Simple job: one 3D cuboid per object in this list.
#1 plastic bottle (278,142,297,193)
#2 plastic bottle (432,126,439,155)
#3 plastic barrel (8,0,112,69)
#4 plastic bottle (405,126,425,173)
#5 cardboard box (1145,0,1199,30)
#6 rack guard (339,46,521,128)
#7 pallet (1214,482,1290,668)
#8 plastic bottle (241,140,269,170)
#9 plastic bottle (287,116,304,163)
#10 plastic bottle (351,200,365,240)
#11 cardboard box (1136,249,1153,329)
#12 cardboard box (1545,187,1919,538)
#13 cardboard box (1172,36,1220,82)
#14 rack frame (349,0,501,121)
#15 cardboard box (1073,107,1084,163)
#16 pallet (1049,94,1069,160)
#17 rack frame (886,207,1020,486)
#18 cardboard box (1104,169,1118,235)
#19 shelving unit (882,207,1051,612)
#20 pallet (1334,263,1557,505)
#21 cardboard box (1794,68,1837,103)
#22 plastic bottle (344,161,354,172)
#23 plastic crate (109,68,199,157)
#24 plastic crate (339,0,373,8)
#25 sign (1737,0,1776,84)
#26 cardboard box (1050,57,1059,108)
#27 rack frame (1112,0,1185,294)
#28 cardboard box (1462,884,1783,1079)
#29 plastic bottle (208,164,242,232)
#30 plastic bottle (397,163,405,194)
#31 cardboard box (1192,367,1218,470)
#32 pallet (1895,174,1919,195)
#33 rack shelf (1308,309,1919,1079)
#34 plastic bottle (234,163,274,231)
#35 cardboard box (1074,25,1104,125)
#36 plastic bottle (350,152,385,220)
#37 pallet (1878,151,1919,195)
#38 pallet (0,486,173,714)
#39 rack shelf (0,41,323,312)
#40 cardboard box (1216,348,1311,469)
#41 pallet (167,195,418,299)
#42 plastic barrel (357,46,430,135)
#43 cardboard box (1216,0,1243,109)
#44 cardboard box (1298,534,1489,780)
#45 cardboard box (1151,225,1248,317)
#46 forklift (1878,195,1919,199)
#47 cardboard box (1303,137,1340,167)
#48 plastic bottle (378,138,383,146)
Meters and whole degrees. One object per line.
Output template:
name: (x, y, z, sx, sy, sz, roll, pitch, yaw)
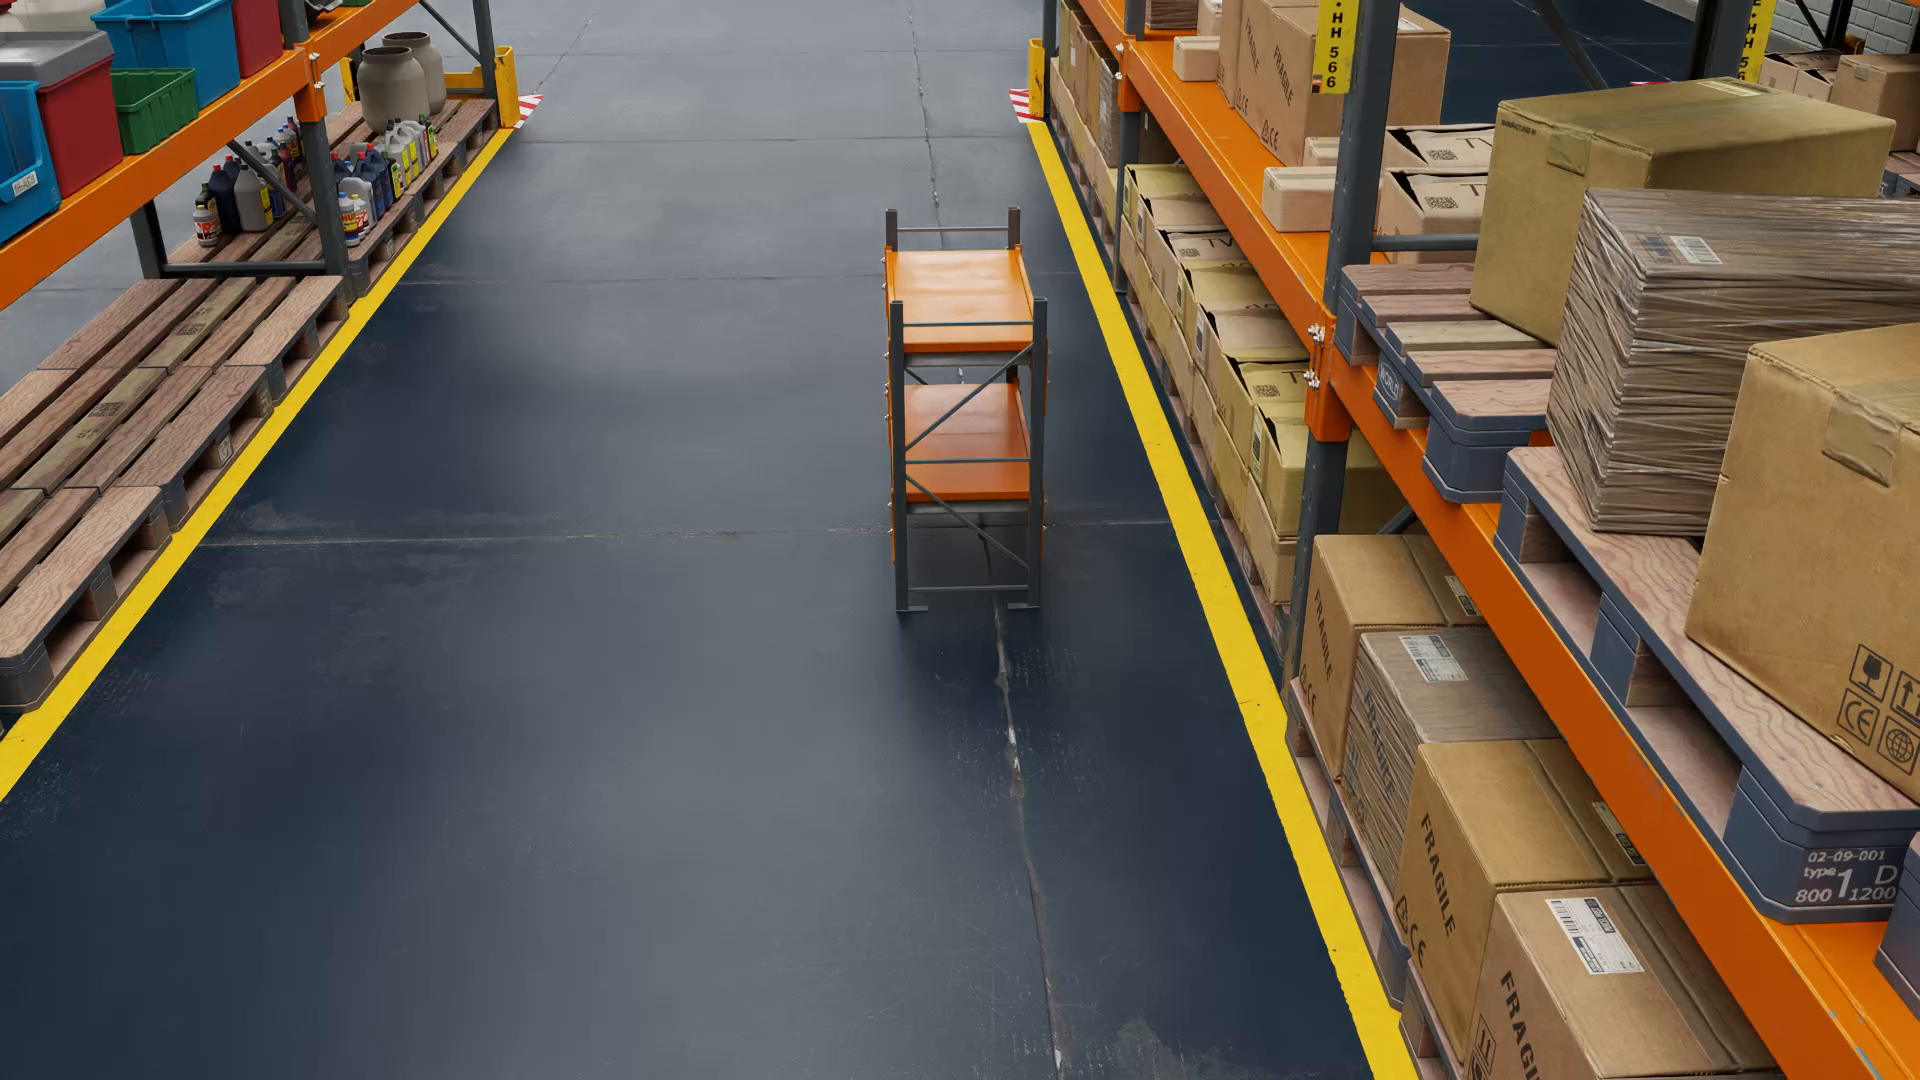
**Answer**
plastic bottle: (-3.882, -2.138, 9.567, 0.061, 0.283, 0.133, -1, 28, -3)
plastic bottle: (-3.311, -2.505, 10.360, 0.097, 0.201, 0.097, 0, 28, 0)
plastic barrel: (-3.805, -2.154, 6.990, 0.433, 0.535, 0.433, 0, 28, 0)
plastic bottle: (-3.318, -2.357, 9.995, 0.152, 0.276, 0.135, -2, 28, -4)
cardboard box: (1.282, -2.908, 8.474, 0.700, 0.500, 0.500, -2, 28, -4)
rack guard: (-3.793, -3.246, 11.933, 1.175, 0.500, 0.348, -1, 28, -3)
pallet: (1.516, 0.044, 5.938, 1.003, 0.211, 1.213, -1, 28, -3)
plastic bottle: (-3.984, -2.090, 9.402, 0.144, 0.351, 0.185, -2, 28, -3)
plastic bottle: (-4.067, -2.429, 10.126, 0.061, 0.283, 0.133, -1, 28, -2)
plastic bottle: (-3.220, -1.700, 8.816, 0.097, 0.201, 0.097, 0, 28, 0)
cardboard box: (1.110, -1.198, 7.822, 0.500, 0.250, 0.500, -1, 28, -1)
cardboard box: (1.523, -0.327, 3.071, 0.700, 0.500, 0.500, 4, 28, 7)
cardboard box: (1.153, -2.133, 7.368, 0.380, 0.149, 0.250, -1, 28, -3)
rack frame: (-3.844, -4.388, 11.420, 1.000, 3.000, 0.127, -1, 28, -3)
cardboard box: (0.985, -2.527, 10.372, 0.500, 0.250, 0.500, -1, 28, -3)
pallet: (1.184, -2.918, 11.616, 1.003, 0.211, 1.213, -1, 28, -3)
rack frame: (-0.026, -0.730, 6.434, 0.500, 1.125, 0.032, -1, 28, -3)
cardboard box: (1.069, -1.835, 9.044, 0.500, 0.250, 0.500, -1, 28, -3)
shelving unit: (0.000, -0.496, 5.984, 0.538, 1.125, 1.048, -1, 28, -3)
pallet: (1.626, -0.415, 4.010, 1.213, 0.211, 1.003, -1, 28, -3)
cardboard box: (6.025, -3.045, 11.277, 0.500, 0.311, 0.500, 1, 28, 2)
plastic bottle: (-3.391, -1.973, 9.264, 0.097, 0.271, 0.097, 0, 28, 0)
plastic crate: (-3.263, -1.650, 6.398, 0.450, 0.188, 0.662, -1, 28, -3)
plastic crate: (-3.425, -3.081, 9.142, 0.450, 0.188, 0.662, -1, 28, -3)
sign: (2.062, -1.307, 4.347, 0.100, 0.325, 0.005, -1, 28, -3)
cardboard box: (0.908, -3.220, 11.700, 0.500, 0.250, 0.500, -1, 28, -3)
rack frame: (1.311, -2.659, 8.104, 1.000, 3.000, 0.127, -1, 28, -3)
cardboard box: (1.345, 1.033, 3.253, 0.500, 0.500, 0.500, -2, 28, -4)
plastic bottle: (-3.957, -1.852, 8.946, 0.144, 0.351, 0.185, -2, 28, -4)
plastic bottle: (-3.265, -2.097, 9.577, 0.097, 0.201, 0.097, 0, 28, 0)
cardboard box: (1.195, -0.486, 6.458, 0.500, 0.250, 0.500, -1, 28, -1)
pallet: (6.188, -1.853, 9.575, 1.003, 0.211, 1.213, -1, 28, -3)
rack shelf: (1.625, 0.431, 2.958, 1.077, 0.370, 4.000, -1, 28, -3)
plastic bottle: (-3.813, -1.856, 8.953, 0.144, 0.351, 0.185, -1, 28, -3)
cardboard box: (0.984, -2.860, 10.198, 0.500, 0.500, 0.500, -1, 28, -3)
plastic bottle: (-3.263, -1.944, 9.123, 0.144, 0.351, 0.185, -1, 28, -1)
pallet: (6.121, -2.418, 10.658, 1.003, 0.211, 1.213, -1, 28, -3)
pallet: (-3.428, 0.184, 5.669, 1.003, 0.211, 1.213, -1, 28, -3)
rack shelf: (-3.531, -1.298, 6.274, 1.077, 0.370, 4.000, -1, 28, -3)
cardboard box: (1.213, -0.503, 5.884, 0.500, 0.311, 0.500, -2, 28, -3)
pallet: (-3.629, -1.616, 9.120, 1.003, 0.211, 1.213, -1, 28, -3)
plastic barrel: (-3.708, -2.938, 10.875, 0.421, 0.512, 0.421, 0, 28, 0)
cardboard box: (1.363, -2.105, 6.934, 0.500, 0.500, 0.500, 1, 28, 1)
cardboard box: (1.259, 0.319, 4.623, 0.500, 0.500, 0.500, 0, 28, 0)
cardboard box: (1.133, -1.208, 7.234, 0.500, 0.311, 0.500, -2, 28, -4)
forklift: (4.035, -1.036, 5.068, 1.130, 2.935, 3.031, -5, 28, -9)
cardboard box: (1.397, -1.288, 5.747, 0.380, 0.149, 0.250, 1, 28, 1)
plastic bottle: (-3.441, -2.312, 9.990, 0.097, 0.201, 0.097, 0, 28, 0)
